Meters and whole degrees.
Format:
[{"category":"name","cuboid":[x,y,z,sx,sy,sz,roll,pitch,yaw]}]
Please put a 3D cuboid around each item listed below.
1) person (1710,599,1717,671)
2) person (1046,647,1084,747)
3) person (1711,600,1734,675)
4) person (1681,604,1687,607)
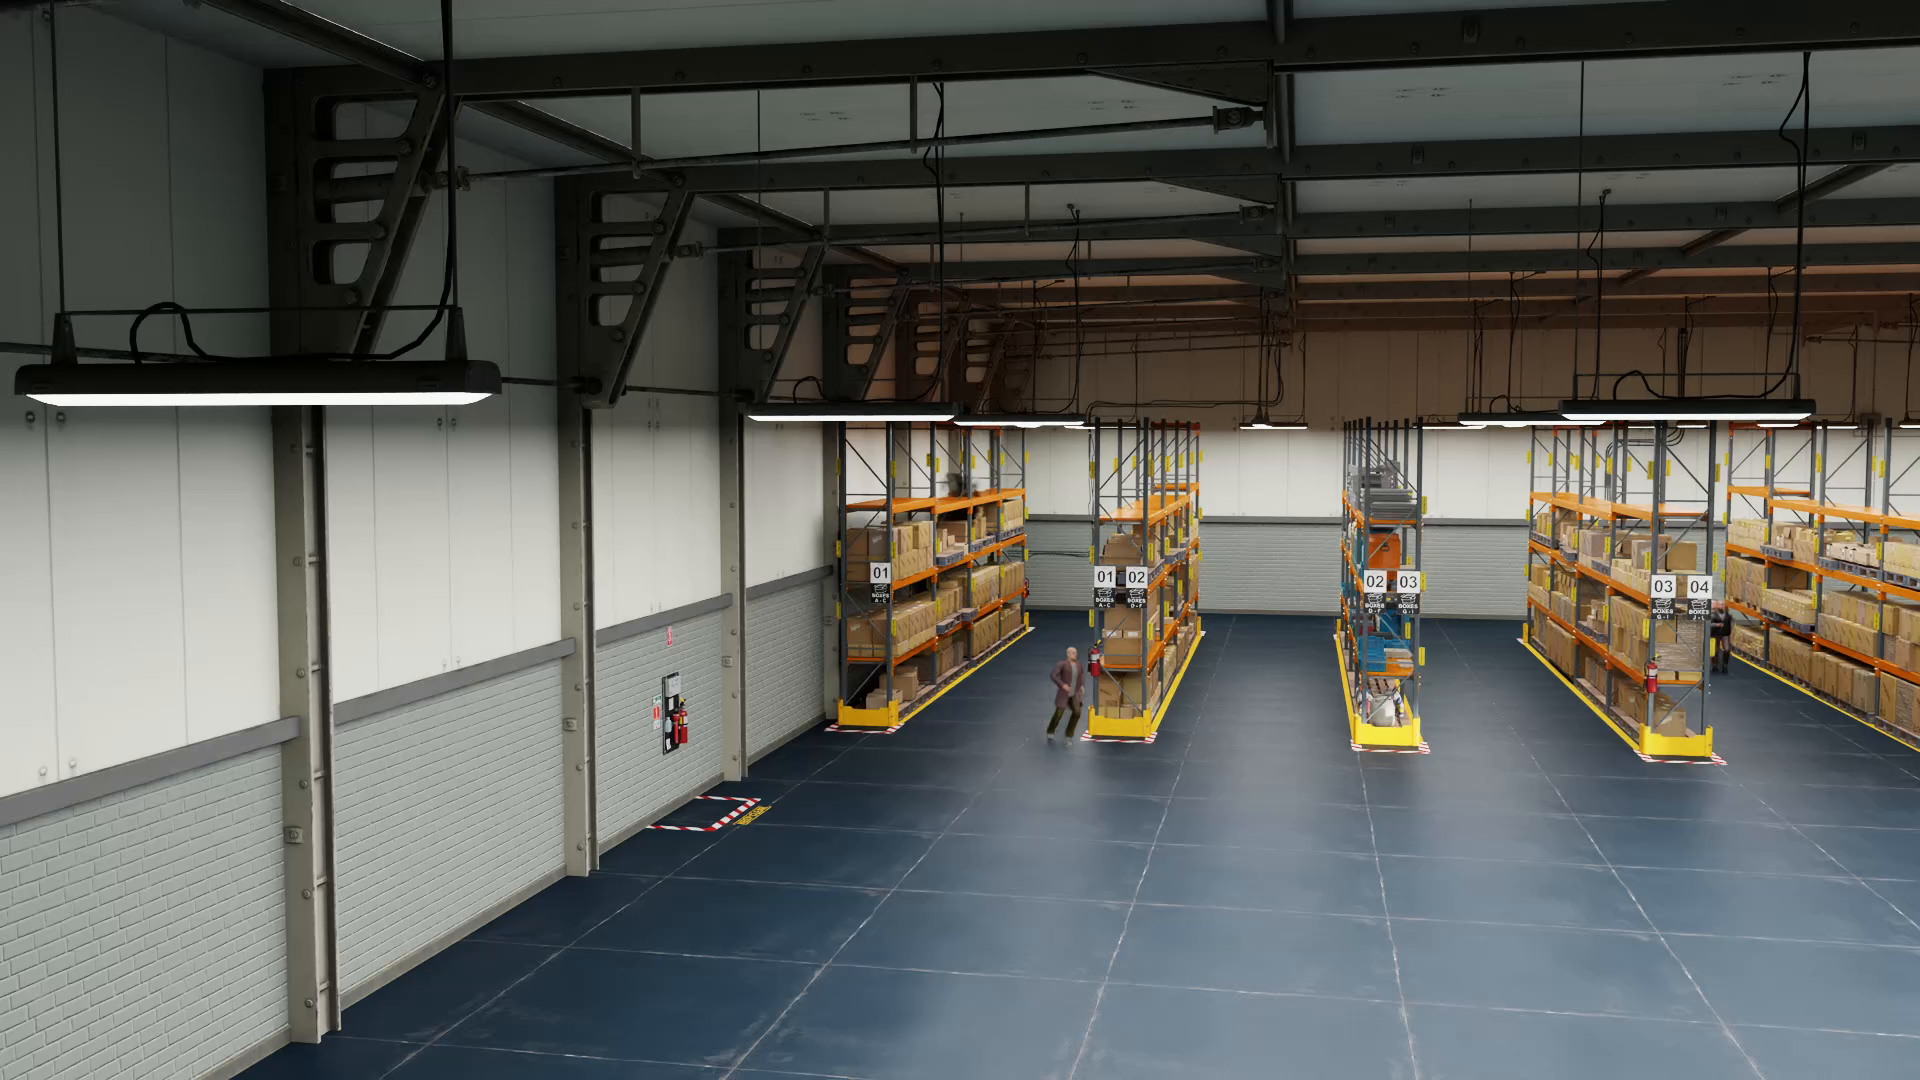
[{"category":"person","cuboid":[18.264,2.285,40.245,0.549,1.726,0.793,1,4,14]},{"category":"person","cuboid":[1.998,2.871,30.656,0.769,1.802,0.751,-2,4,-22]},{"category":"person","cuboid":[18.037,2.314,39.418,0.624,1.757,0.727,1,4,16]},{"category":"person","cuboid":[19.501,2.042,45.085,0.556,1.502,0.684,-2,4,-32]}]
